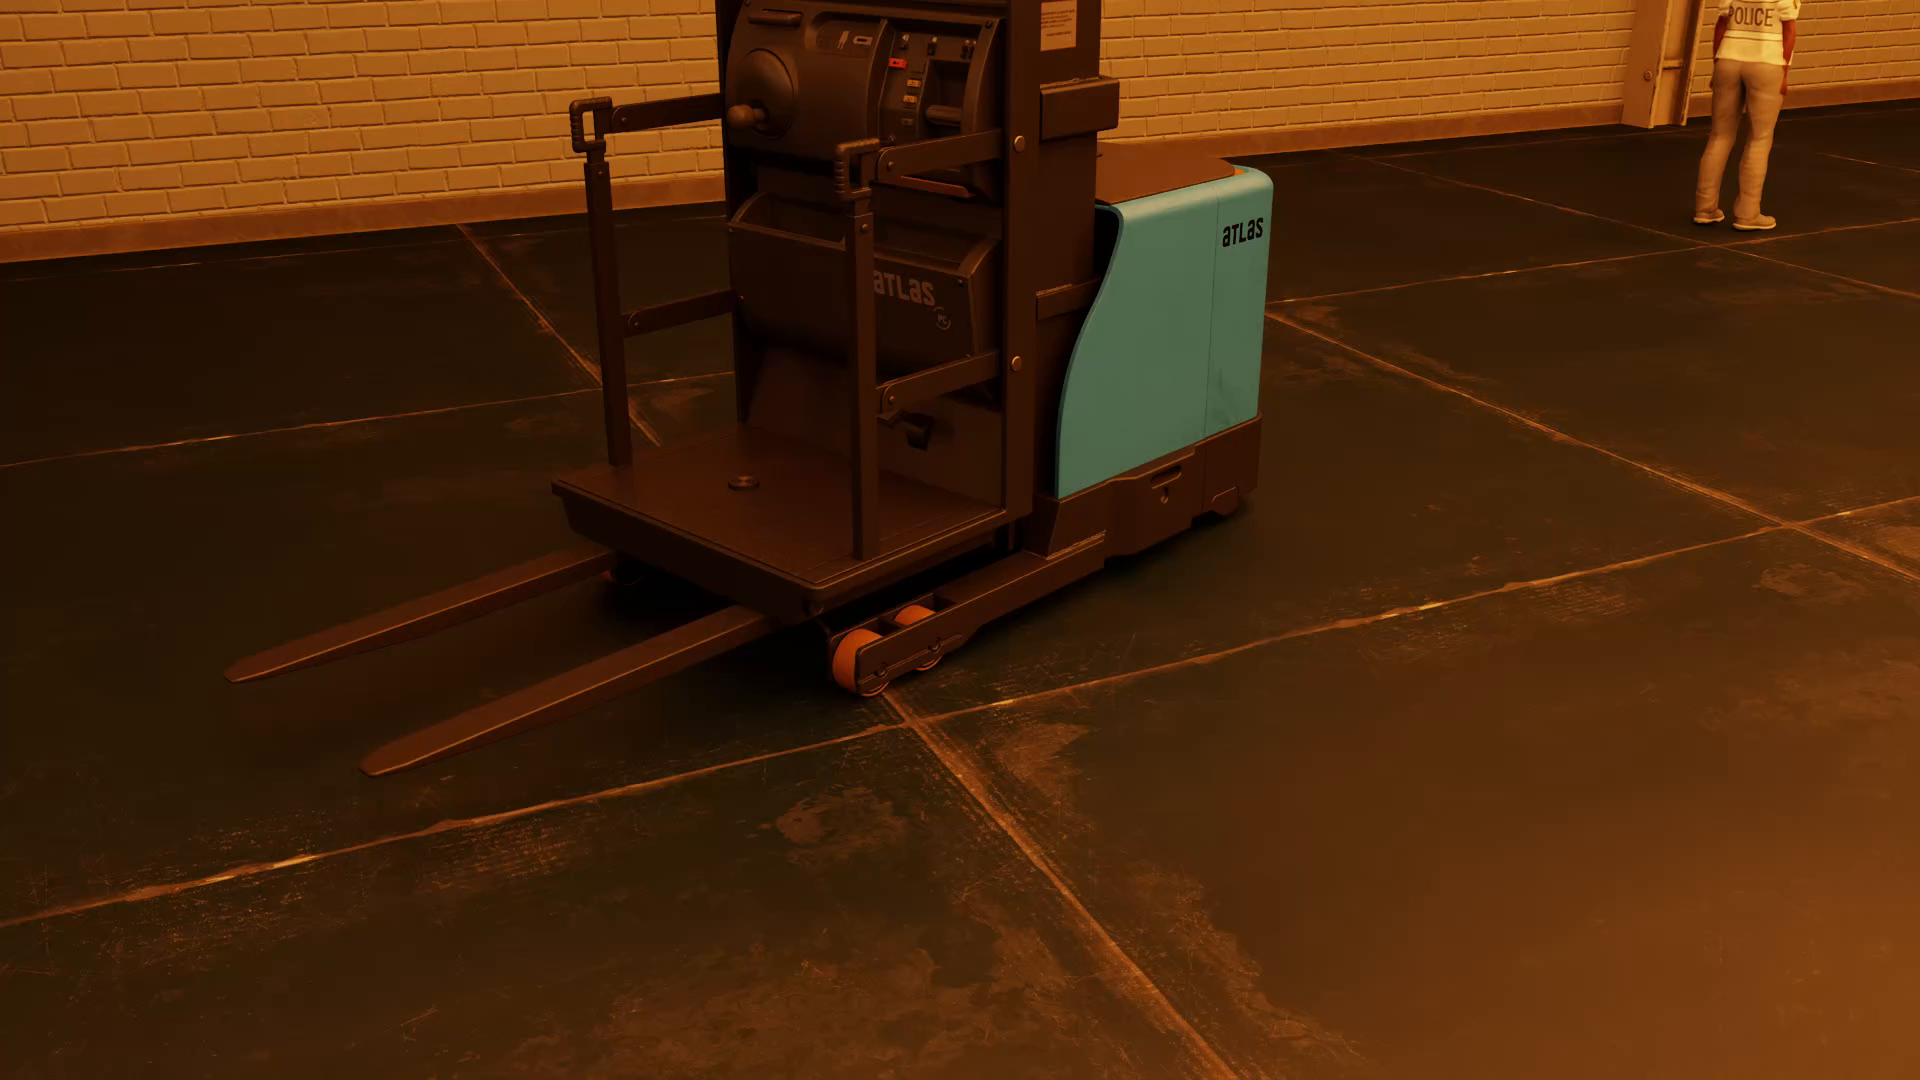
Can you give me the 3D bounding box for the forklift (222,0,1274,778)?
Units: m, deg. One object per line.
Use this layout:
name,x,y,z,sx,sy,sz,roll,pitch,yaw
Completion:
forklift,-0.413,-1.182,4.131,1.130,2.935,3.031,19,29,39

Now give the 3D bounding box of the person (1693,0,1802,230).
person,4.323,-2.557,9.062,0.345,1.694,0.451,-18,29,-37
